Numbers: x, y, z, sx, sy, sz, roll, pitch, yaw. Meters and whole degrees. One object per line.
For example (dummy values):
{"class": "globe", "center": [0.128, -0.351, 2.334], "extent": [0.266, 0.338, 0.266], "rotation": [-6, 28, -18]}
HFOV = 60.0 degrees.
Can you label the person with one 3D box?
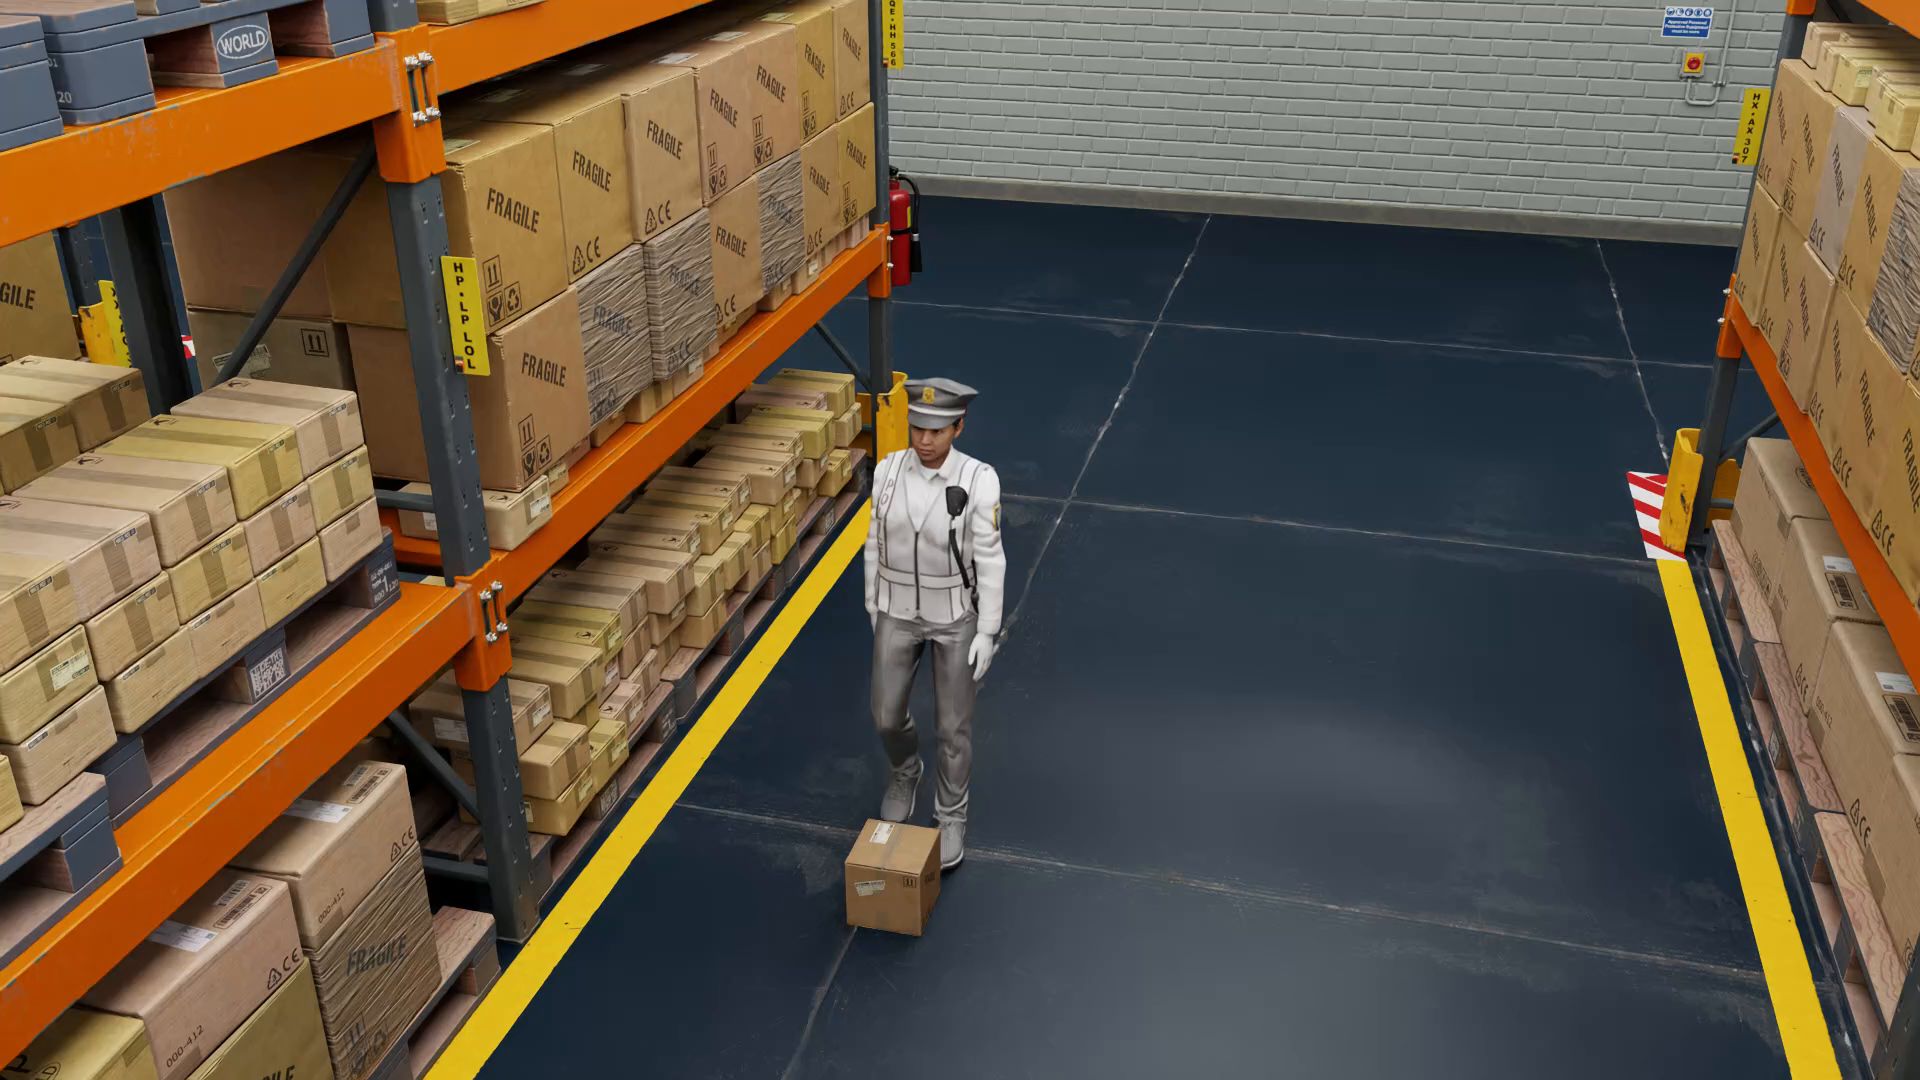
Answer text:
{"class": "person", "center": [-0.097, 0.286, 5.529], "extent": [0.490, 1.729, 0.486], "rotation": [7, 26, 14]}
